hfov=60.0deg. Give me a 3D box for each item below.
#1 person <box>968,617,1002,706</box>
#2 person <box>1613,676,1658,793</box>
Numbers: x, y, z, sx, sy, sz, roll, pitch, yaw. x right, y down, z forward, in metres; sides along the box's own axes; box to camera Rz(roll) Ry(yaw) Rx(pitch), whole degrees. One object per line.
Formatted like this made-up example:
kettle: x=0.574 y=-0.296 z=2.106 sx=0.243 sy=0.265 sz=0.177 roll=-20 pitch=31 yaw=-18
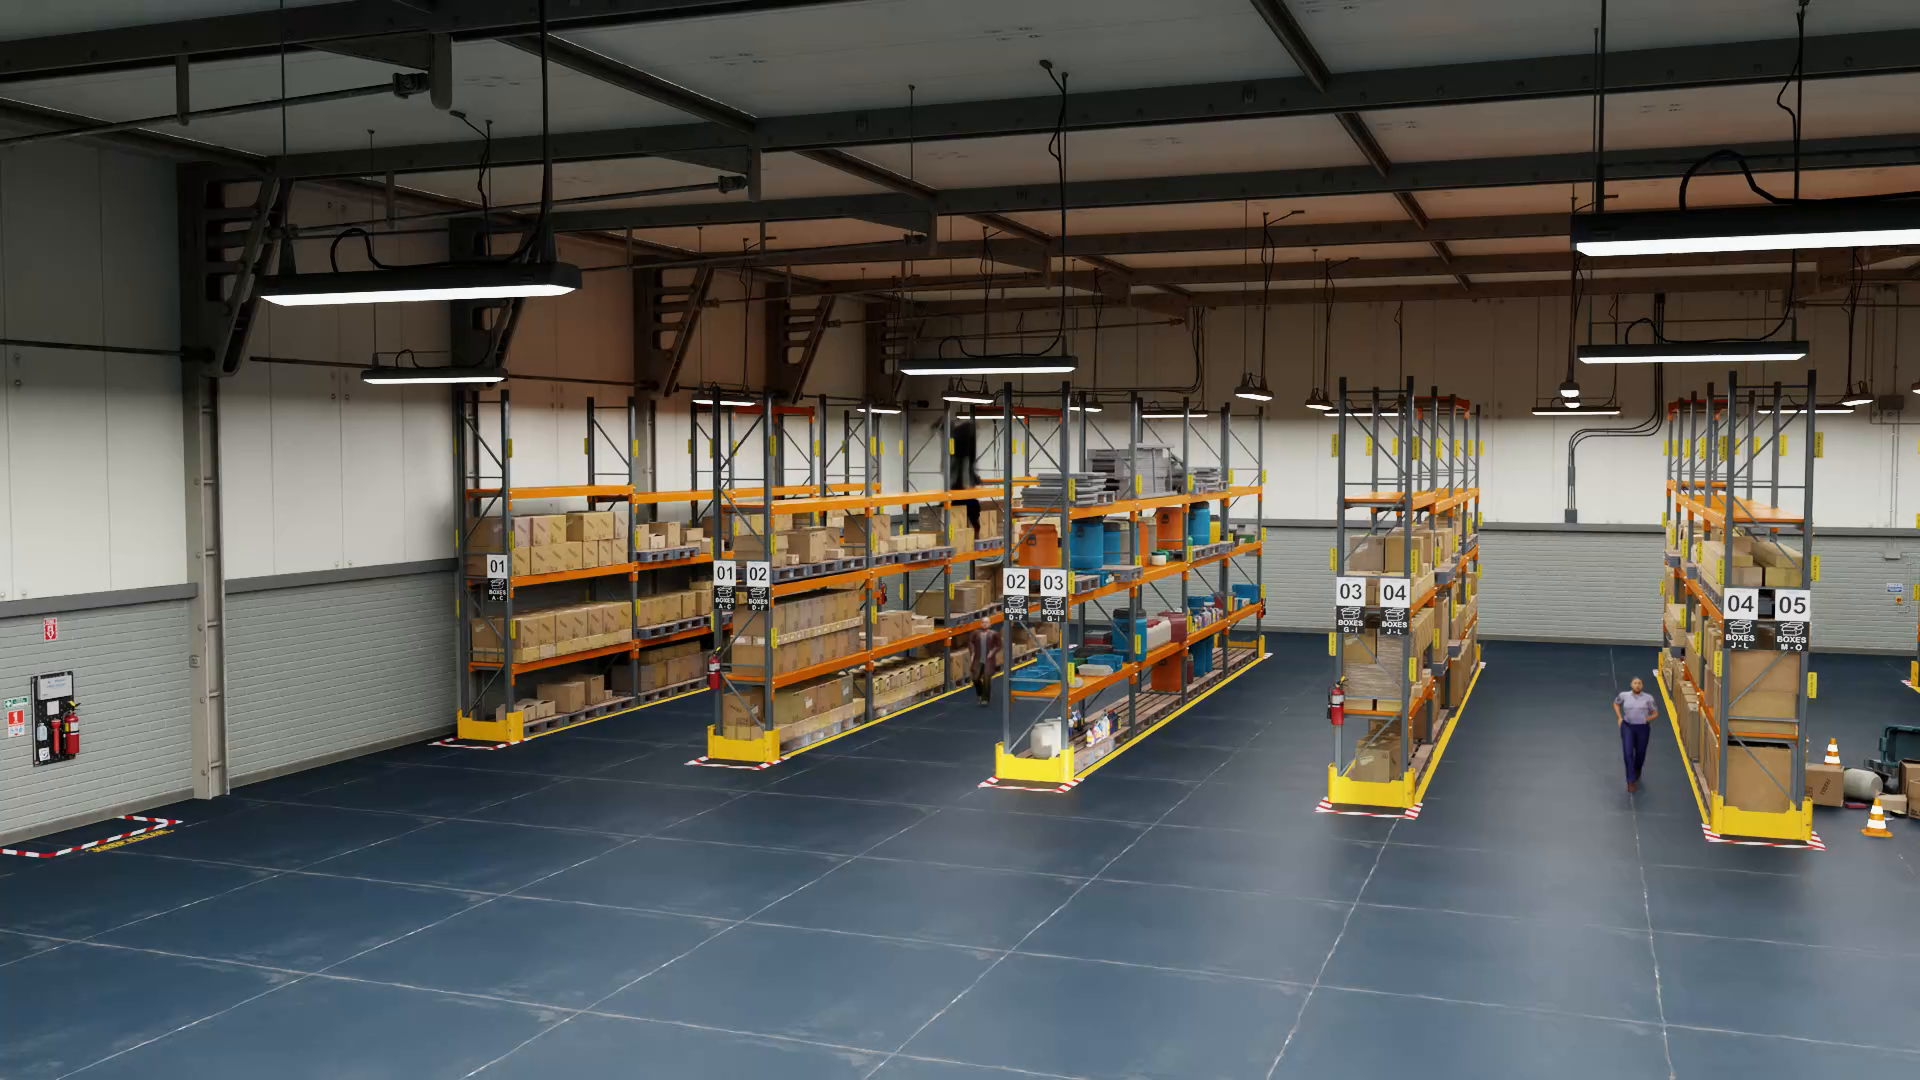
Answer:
person: x=0.455 y=2.356 z=32.050 sx=0.679 sy=1.737 sz=0.663 roll=1 pitch=3 yaw=11
person: x=9.961 y=2.839 z=24.514 sx=0.606 sy=1.648 sz=0.926 roll=1 pitch=3 yaw=18
